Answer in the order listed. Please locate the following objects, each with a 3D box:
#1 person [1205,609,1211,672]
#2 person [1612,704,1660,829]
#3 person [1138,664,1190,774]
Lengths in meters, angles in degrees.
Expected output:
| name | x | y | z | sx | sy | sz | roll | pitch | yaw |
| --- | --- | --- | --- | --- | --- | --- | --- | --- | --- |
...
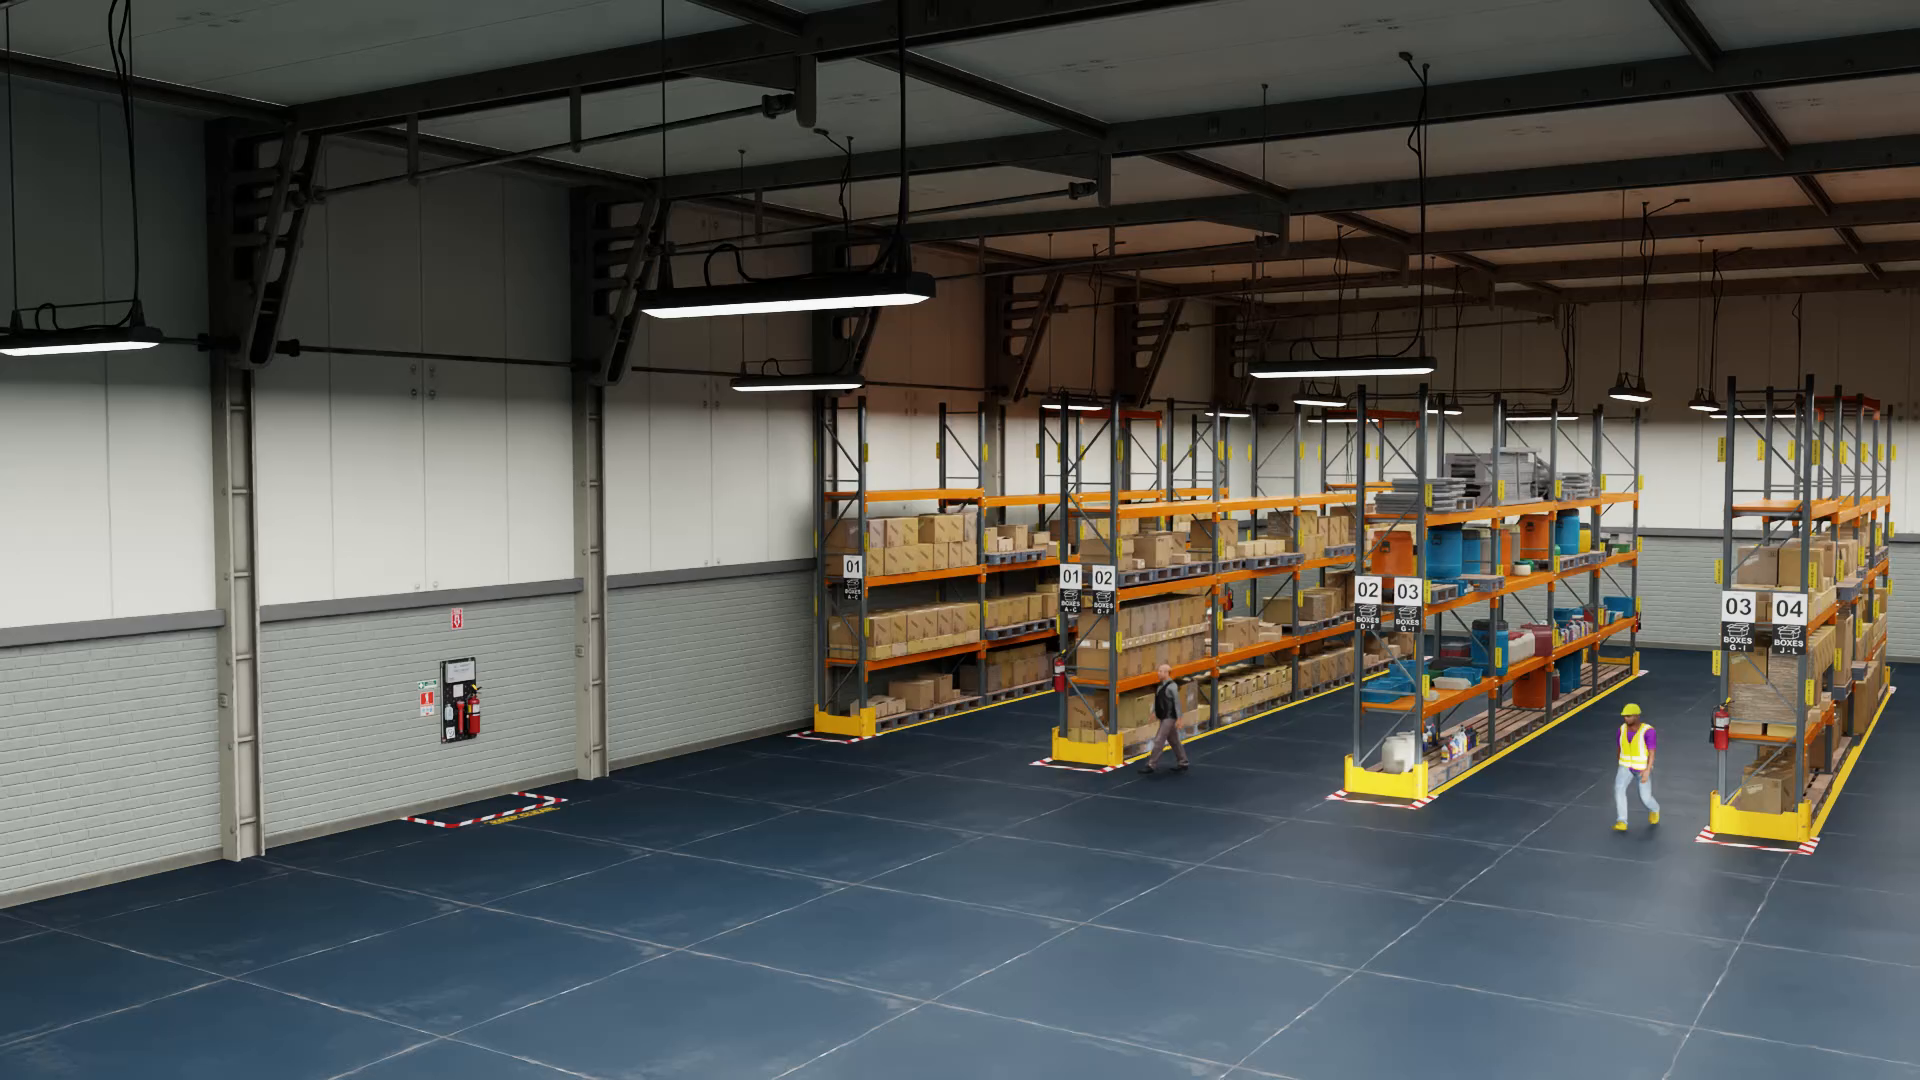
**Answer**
| name | x | y | z | sx | sy | sz | roll | pitch | yaw |
| --- | --- | --- | --- | --- | --- | --- | --- | --- | --- |
| person | 5.233 | 2.297 | 34.821 | 0.593 | 1.711 | 1.069 | 2 | 4 | 36 |
| person | 9.008 | 3.011 | 22.213 | 0.561 | 1.642 | 1.069 | 3 | 4 | 44 |
| person | 3.147 | 2.775 | 25.866 | 0.935 | 1.678 | 0.562 | -1 | 3 | -11 |
